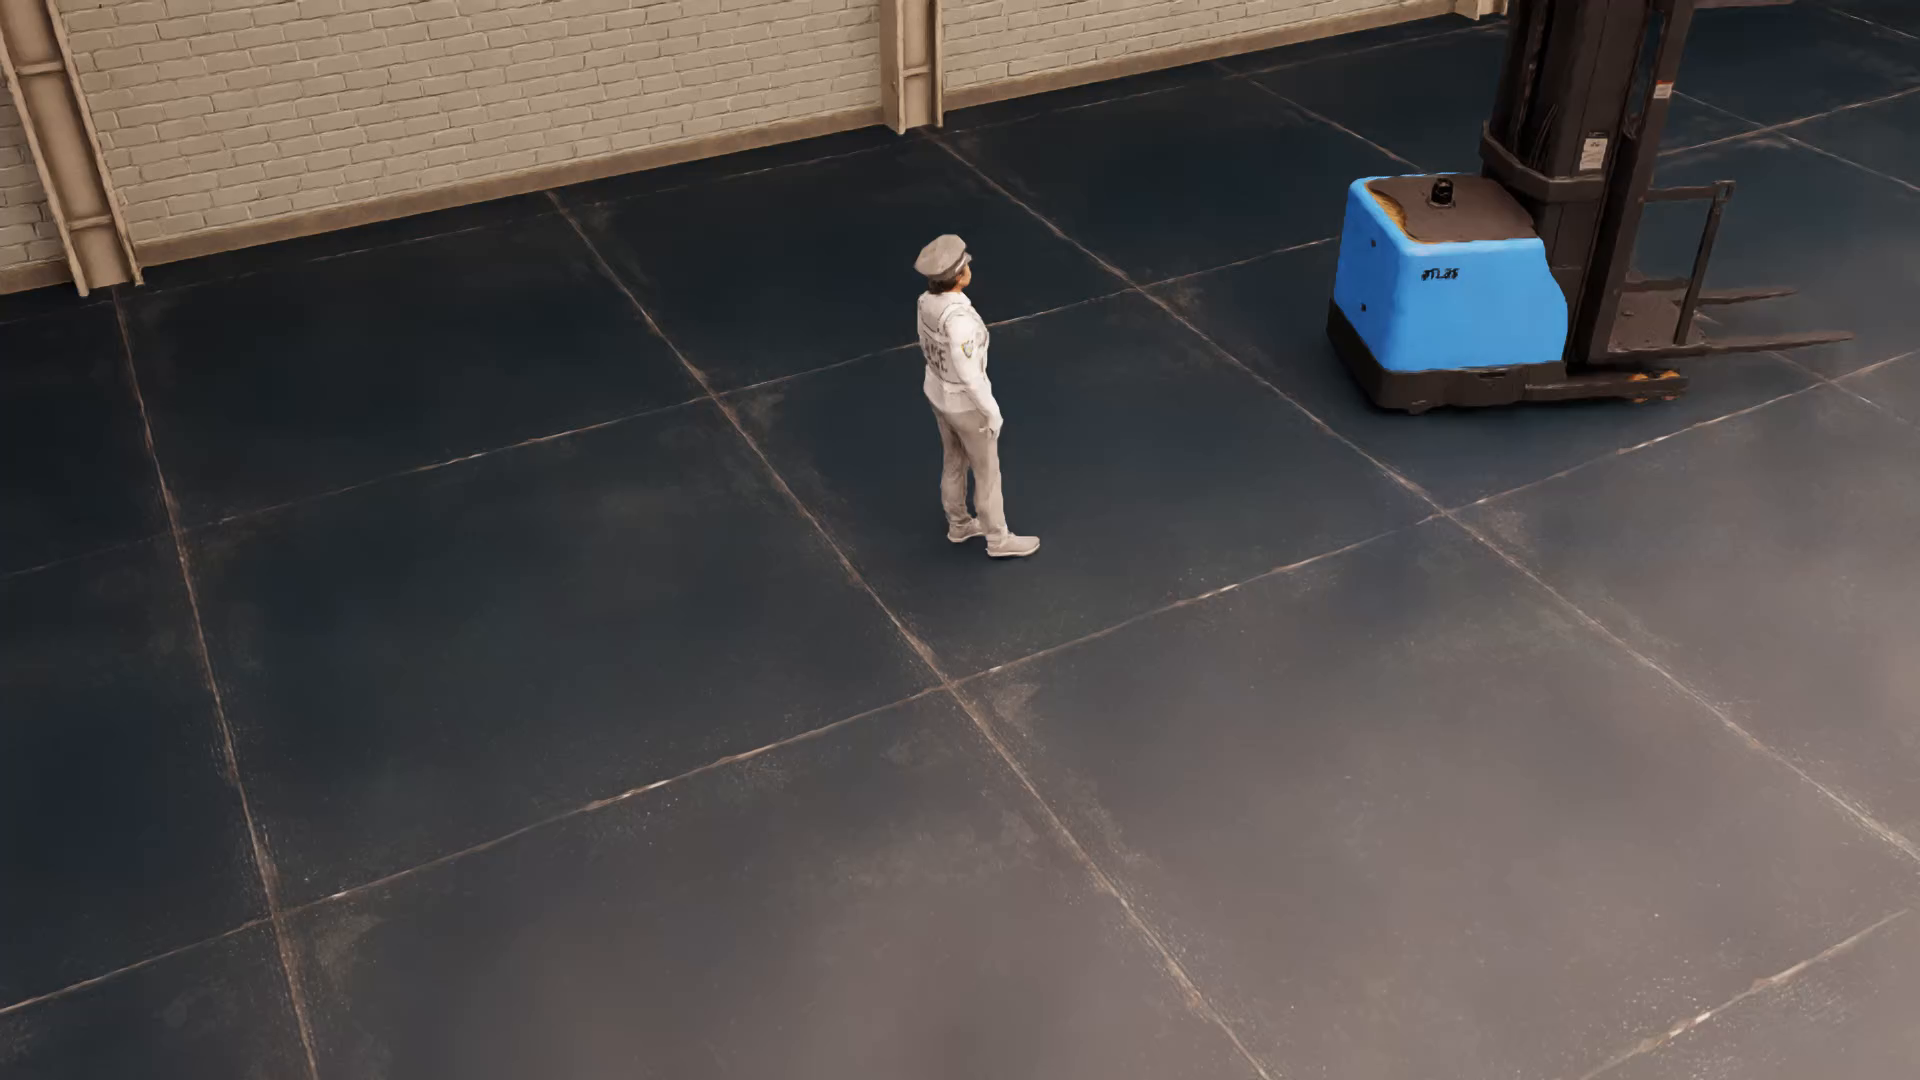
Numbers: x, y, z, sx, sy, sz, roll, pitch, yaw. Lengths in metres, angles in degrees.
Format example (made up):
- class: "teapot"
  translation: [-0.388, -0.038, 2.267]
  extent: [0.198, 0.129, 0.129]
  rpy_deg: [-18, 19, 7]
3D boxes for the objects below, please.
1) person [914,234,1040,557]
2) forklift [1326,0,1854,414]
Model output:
- class: "person"
  translation: [0.063, -0.713, 8.190]
  extent: [0.533, 1.695, 0.586]
  rpy_deg: [-17, 39, -23]
- class: "forklift"
  translation: [3.842, -2.308, 9.388]
  extent: [3.031, 2.935, 1.130]
  rpy_deg: [-5, 36, -7]
